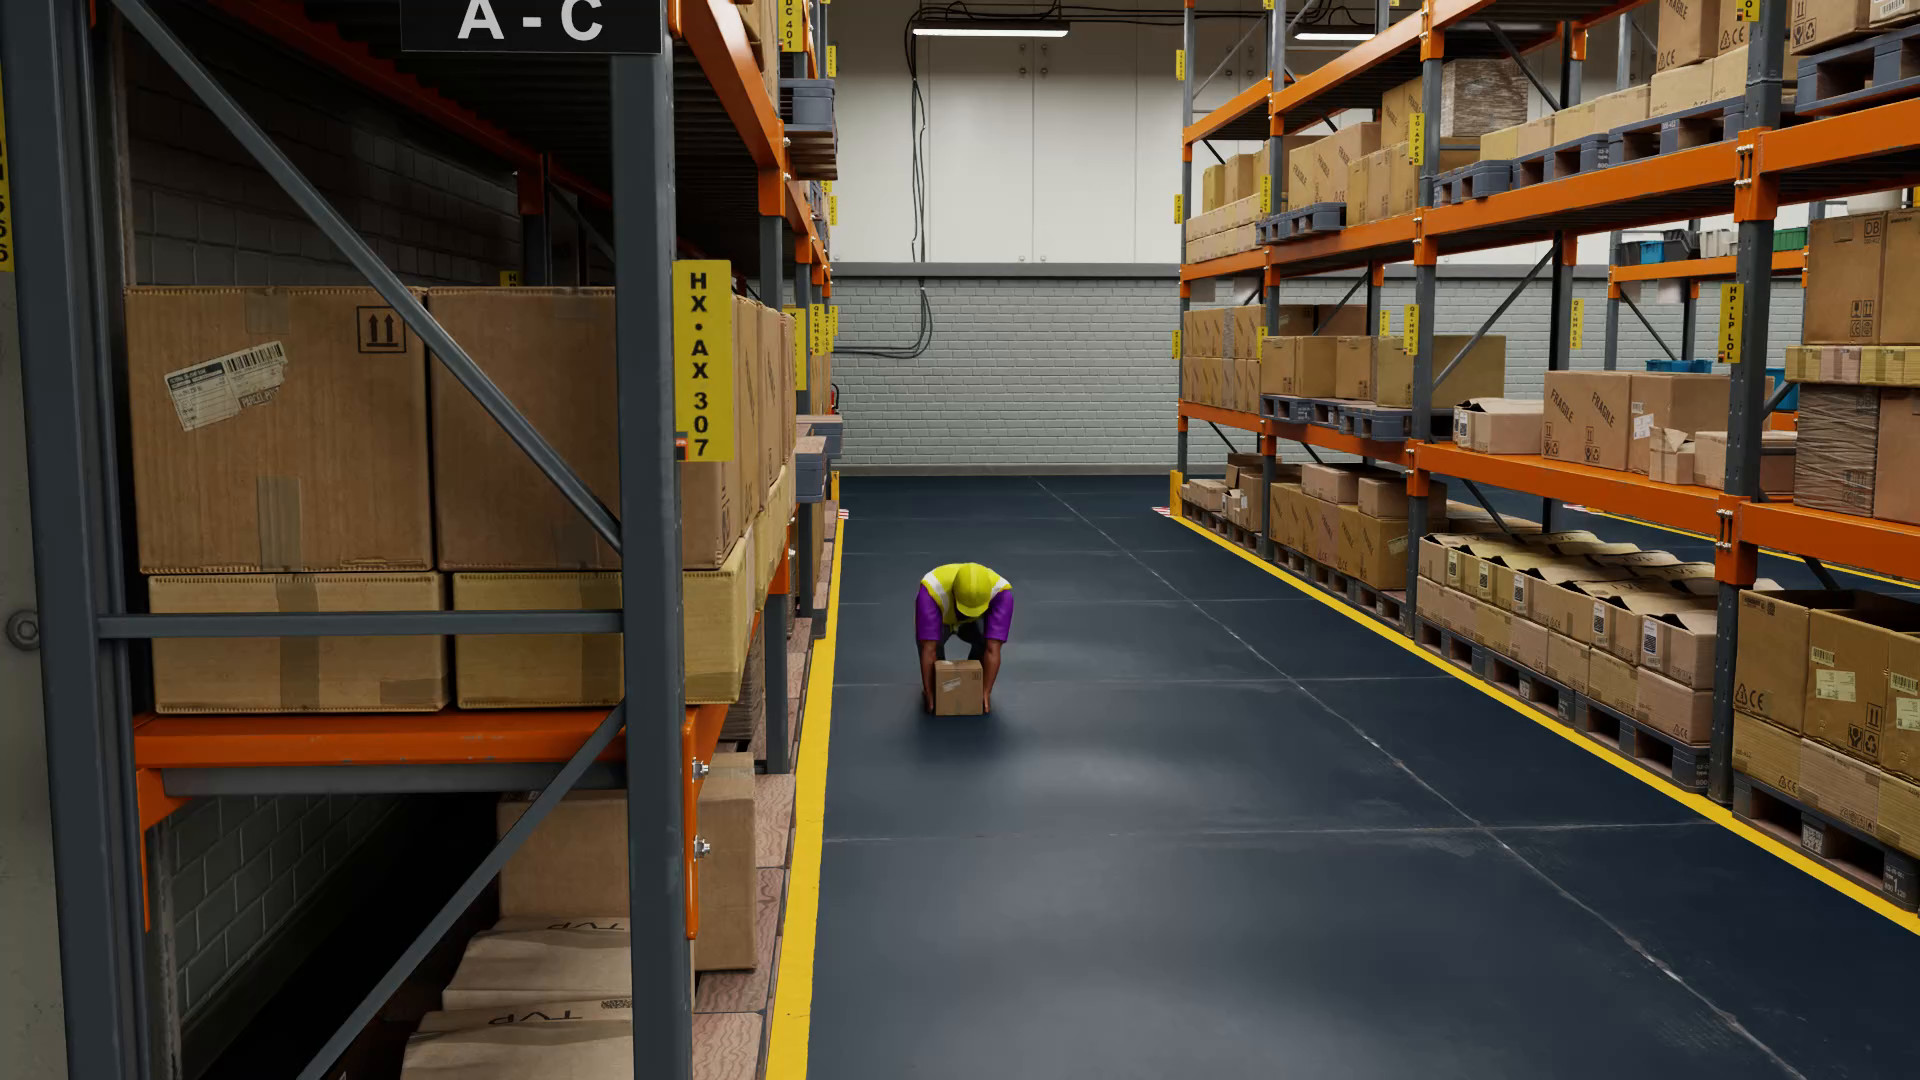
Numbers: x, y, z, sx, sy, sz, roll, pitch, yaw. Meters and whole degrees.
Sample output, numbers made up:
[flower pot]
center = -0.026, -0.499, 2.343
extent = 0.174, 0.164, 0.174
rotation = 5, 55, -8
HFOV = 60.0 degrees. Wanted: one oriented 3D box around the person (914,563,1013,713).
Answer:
[person]
center = 0.015, 0.525, 9.176
extent = 0.536, 0.897, 0.928
rotation = -1, 7, -4
